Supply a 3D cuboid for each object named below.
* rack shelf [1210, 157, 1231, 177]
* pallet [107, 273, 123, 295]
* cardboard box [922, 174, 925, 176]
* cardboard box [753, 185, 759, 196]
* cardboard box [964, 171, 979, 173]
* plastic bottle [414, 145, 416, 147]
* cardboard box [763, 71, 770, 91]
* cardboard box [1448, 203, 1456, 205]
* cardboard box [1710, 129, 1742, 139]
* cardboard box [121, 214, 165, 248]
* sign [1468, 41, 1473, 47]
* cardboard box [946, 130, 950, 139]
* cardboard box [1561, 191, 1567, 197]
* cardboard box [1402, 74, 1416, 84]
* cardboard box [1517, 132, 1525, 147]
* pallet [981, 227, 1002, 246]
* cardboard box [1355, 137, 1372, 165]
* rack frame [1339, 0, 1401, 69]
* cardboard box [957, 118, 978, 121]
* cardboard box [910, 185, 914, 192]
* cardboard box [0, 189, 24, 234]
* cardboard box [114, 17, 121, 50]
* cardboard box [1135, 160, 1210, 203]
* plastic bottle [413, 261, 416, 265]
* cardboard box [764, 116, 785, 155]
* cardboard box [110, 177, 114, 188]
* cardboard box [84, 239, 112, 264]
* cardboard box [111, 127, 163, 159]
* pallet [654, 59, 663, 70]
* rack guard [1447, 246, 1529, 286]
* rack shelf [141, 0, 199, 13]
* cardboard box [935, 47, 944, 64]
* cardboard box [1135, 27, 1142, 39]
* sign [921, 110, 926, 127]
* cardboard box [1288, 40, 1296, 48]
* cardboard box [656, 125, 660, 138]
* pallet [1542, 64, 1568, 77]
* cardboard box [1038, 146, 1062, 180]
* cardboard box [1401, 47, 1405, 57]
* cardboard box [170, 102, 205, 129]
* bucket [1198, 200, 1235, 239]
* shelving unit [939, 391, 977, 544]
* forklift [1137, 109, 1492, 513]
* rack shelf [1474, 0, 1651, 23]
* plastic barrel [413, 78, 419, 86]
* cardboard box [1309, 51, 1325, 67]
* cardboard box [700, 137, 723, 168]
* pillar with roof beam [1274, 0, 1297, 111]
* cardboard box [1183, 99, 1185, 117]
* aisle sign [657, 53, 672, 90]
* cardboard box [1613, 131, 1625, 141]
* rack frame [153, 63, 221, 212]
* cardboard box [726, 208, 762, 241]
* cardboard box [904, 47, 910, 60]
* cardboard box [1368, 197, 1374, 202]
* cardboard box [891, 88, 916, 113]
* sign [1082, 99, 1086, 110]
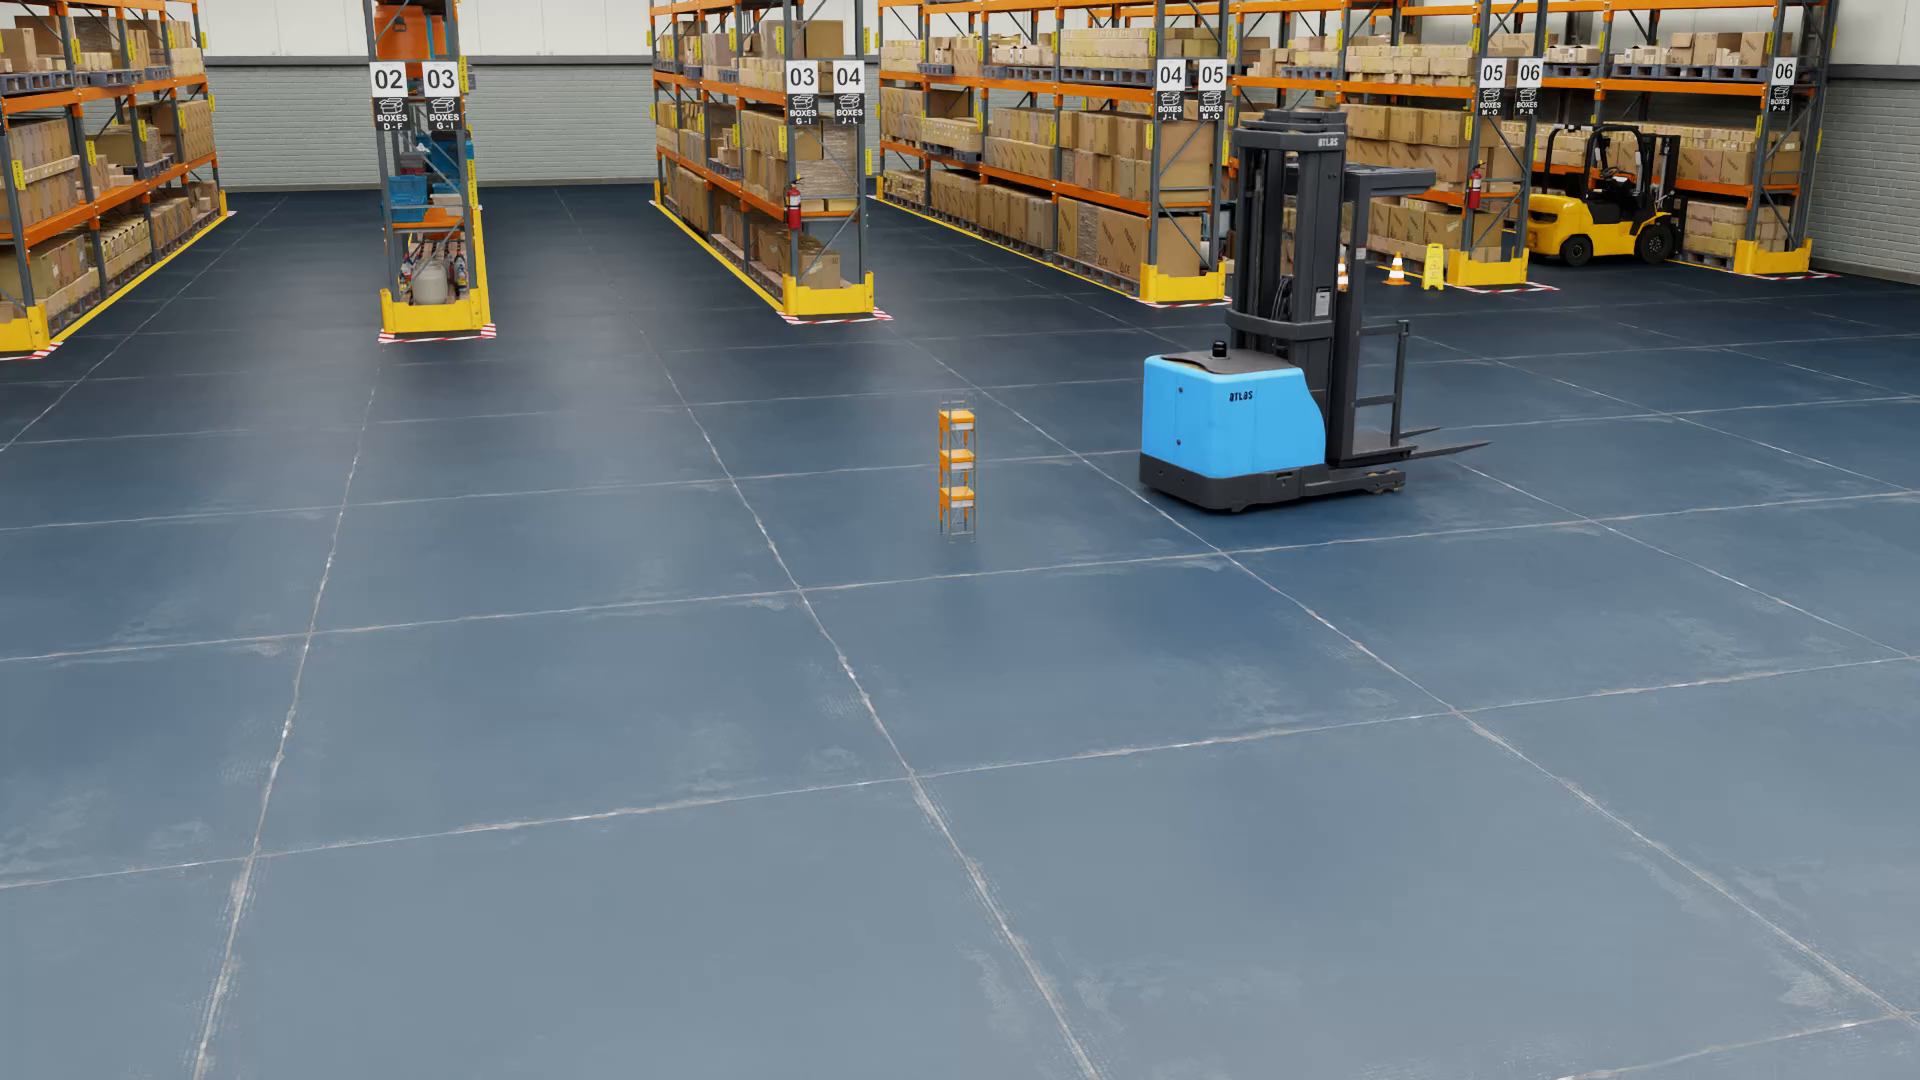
[{"bbox_3d":[5.065,-7.642,33.428,1.077,0.370,4.000,-5,17,-15],"label":"rack shelf"},{"bbox_3d":[-12.580,-3.626,23.656,1.003,0.211,1.213,-5,17,-15],"label":"pallet"},{"bbox_3d":[-0.616,-7.857,36.086,0.380,0.149,0.250,-5,18,-17],"label":"cardboard box"},{"bbox_3d":[-2.786,-5.061,24.025,0.380,0.149,0.250,-5,17,-15],"label":"cardboard box"},{"bbox_3d":[0.360,-7.154,32.865,0.500,0.250,0.500,-4,17,-13],"label":"cardboard box"},{"bbox_3d":[-10.048,-7.136,30.698,0.061,0.283,0.133,-5,17,-15],"label":"plastic bottle"},{"bbox_3d":[-2.364,-6.195,22.408,0.500,0.250,0.500,-4,17,-14],"label":"cardboard box"},{"bbox_3d":[10.064,-6.930,33.425,0.500,0.500,0.500,-4,17,-14],"label":"cardboard box"},{"bbox_3d":[12.092,-6.408,26.251,0.380,0.149,0.250,-5,17,-15],"label":"cardboard box"},{"bbox_3d":[-13.290,-5.029,27.061,0.500,0.500,0.500,-4,17,-13],"label":"cardboard box"},{"bbox_3d":[9.864,-9.468,32.146,0.100,0.325,0.005,-5,17,-15],"label":"sign"},{"bbox_3d":[-0.047,-7.694,31.542,0.380,0.149,0.250,-4,17,-14],"label":"cardboard box"},{"bbox_3d":[11.332,-5.927,29.868,0.875,0.625,0.625,-4,17,-13],"label":"cardboard box"},{"bbox_3d":[6.982,-7.034,25.378,0.380,0.149,0.250,-5,17,-16],"label":"cardboard box"},{"bbox_3d":[10.701,-7.428,30.857,0.500,0.250,0.500,-4,17,-14],"label":"cardboard box"},{"bbox_3d":[1.028,-5.454,29.742,1.003,0.211,1.213,-5,17,-15],"label":"pallet"},{"bbox_3d":[6.728,-6.236,26.807,0.500,0.500,0.500,-5,17,-15],"label":"cardboard box"},{"bbox_3d":[6.714,-9.200,26.936,1.000,3.000,0.127,-5,17,-15],"label":"rack frame"},{"bbox_3d":[0.157,-8.316,33.095,0.380,0.149,0.250,-5,17,-17],"label":"cardboard box"},{"bbox_3d":[-0.849,-7.453,35.258,0.380,0.149,0.250,-4,17,-14],"label":"cardboard box"},{"bbox_3d":[-11.357,-3.832,19.323,0.700,0.500,0.500,-5,17,-15],"label":"cardboard box"},{"bbox_3d":[-13.693,-8.093,26.554,0.500,0.500,0.500,-5,17,-15],"label":"cardboard box"},{"bbox_3d":[2.936,-4.972,23.028,0.875,0.550,0.550,-5,17,-15],"label":"cardboard box"},{"bbox_3d":[-7.598,-3.769,23.262,0.097,0.271,0.097,0,17,0],"label":"plastic bottle"},{"bbox_3d":[-2.382,-5.515,22.668,0.500,0.500,0.500,-5,17,-15],"label":"cardboard box"},{"bbox_3d":[-13.035,-5.399,25.147,0.380,0.149,0.250,-3,17,-11],"label":"cardboard box"},{"bbox_3d":[-12.214,-4.048,23.288,0.500,0.311,0.500,-5,17,-15],"label":"cardboard box"},{"bbox_3d":[-13.994,-6.739,28.268,0.700,0.500,0.500,-10,19,-29],"label":"cardboard box"},{"bbox_3d":[-5.898,-10.052,35.142,1.003,0.211,1.213,-5,17,-15],"label":"pallet"},{"bbox_3d":[7.793,-4.044,24.545,1.175,0.500,0.348,-5,17,-15],"label":"rack guard"},{"bbox_3d":[-15.088,-10.054,31.037,1.077,0.370,4.000,-5,17,-15],"label":"rack shelf"},{"bbox_3d":[-0.176,-9.455,32.425,0.500,0.311,0.500,-5,17,-16],"label":"cardboard box"},{"bbox_3d":[2.596,-6.883,22.586,0.380,0.149,0.250,-5,17,-15],"label":"cardboard box"},{"bbox_3d":[-0.736,-8.490,33.496,0.100,0.325,0.005,-5,17,-15],"label":"sign"},{"bbox_3d":[8.068,-11.643,39.160,0.500,0.250,0.500,-5,17,-16],"label":"cardboard box"},{"bbox_3d":[-6.240,-8.779,35.707,0.500,0.250,0.500,-5,17,-17],"label":"cardboard box"},{"bbox_3d":[10.969,-8.683,30.758,1.003,0.211,1.213,-4,17,-13],"label":"pallet"},{"bbox_3d":[1.582,-6.078,26.799,0.500,0.500,0.500,-5,17,-16],"label":"cardboard box"},{"bbox_3d":[6.994,-7.488,25.503,0.380,0.149,0.250,-4,17,-14],"label":"cardboard box"},{"bbox_3d":[-14.965,-8.223,32.200,0.500,0.500,0.500,-4,17,-14],"label":"cardboard box"},{"bbox_3d":[4.237,-5.212,27.137,0.726,0.611,0.620,1,7,4],"label":"bucket"},{"bbox_3d":[-0.015,-0.518,11.850,0.215,1.050,0.252,-5,17,-15],"label":"shelving unit"},{"bbox_3d":[2.958,-1.889,13.146,3.031,2.935,1.130,-9,19,-27],"label":"forklift"},{"bbox_3d":[10.936,-9.610,30.249,1.077,0.370,4.000,-5,17,-15],"label":"rack shelf"},{"bbox_3d":[-7.925,-6.952,23.795,0.600,0.901,0.708,-5,17,-15],"label":"plastic barrel"},{"bbox_3d":[6.280,-8.183,28.296,0.500,0.250,0.500,-4,17,-15],"label":"cardboard box"},{"bbox_3d":[-4.287,-6.814,29.249,0.500,0.500,0.500,-4,17,-14],"label":"cardboard box"},{"bbox_3d":[4.174,-13.389,40.883,9.100,9.000,0.400,-5,17,-15],"label":"pillar with roof beam"},{"bbox_3d":[4.662,-8.644,33.603,0.500,0.500,0.500,-5,17,-17],"label":"cardboard box"},{"bbox_3d":[-6.420,-10.103,35.855,0.394,0.787,0.004,-5,17,-15],"label":"aisle sign"},{"bbox_3d":[11.393,-6.898,28.401,0.380,0.149,0.250,-4,17,-14],"label":"cardboard box"},{"bbox_3d":[-15.638,-8.080,33.637,1.000,3.000,0.127,-5,17,-15],"label":"rack frame"},{"bbox_3d":[-3.545,-5.327,28.052,0.700,0.500,0.500,-6,18,-20],"label":"cardboard box"},{"bbox_3d":[-0.867,-10.120,34.607,0.500,0.250,0.500,-4,17,-13],"label":"cardboard box"},{"bbox_3d":[6.736,-5.515,26.715,0.380,0.149,0.250,-4,17,-13],"label":"cardboard box"},{"bbox_3d":[-1.181,-9.466,35.821,0.500,0.500,0.500,-5,17,-16],"label":"cardboard box"},{"bbox_3d":[2.881,-10.056,38.573,0.100,0.325,0.005,-5,17,-15],"label":"sign"}]
